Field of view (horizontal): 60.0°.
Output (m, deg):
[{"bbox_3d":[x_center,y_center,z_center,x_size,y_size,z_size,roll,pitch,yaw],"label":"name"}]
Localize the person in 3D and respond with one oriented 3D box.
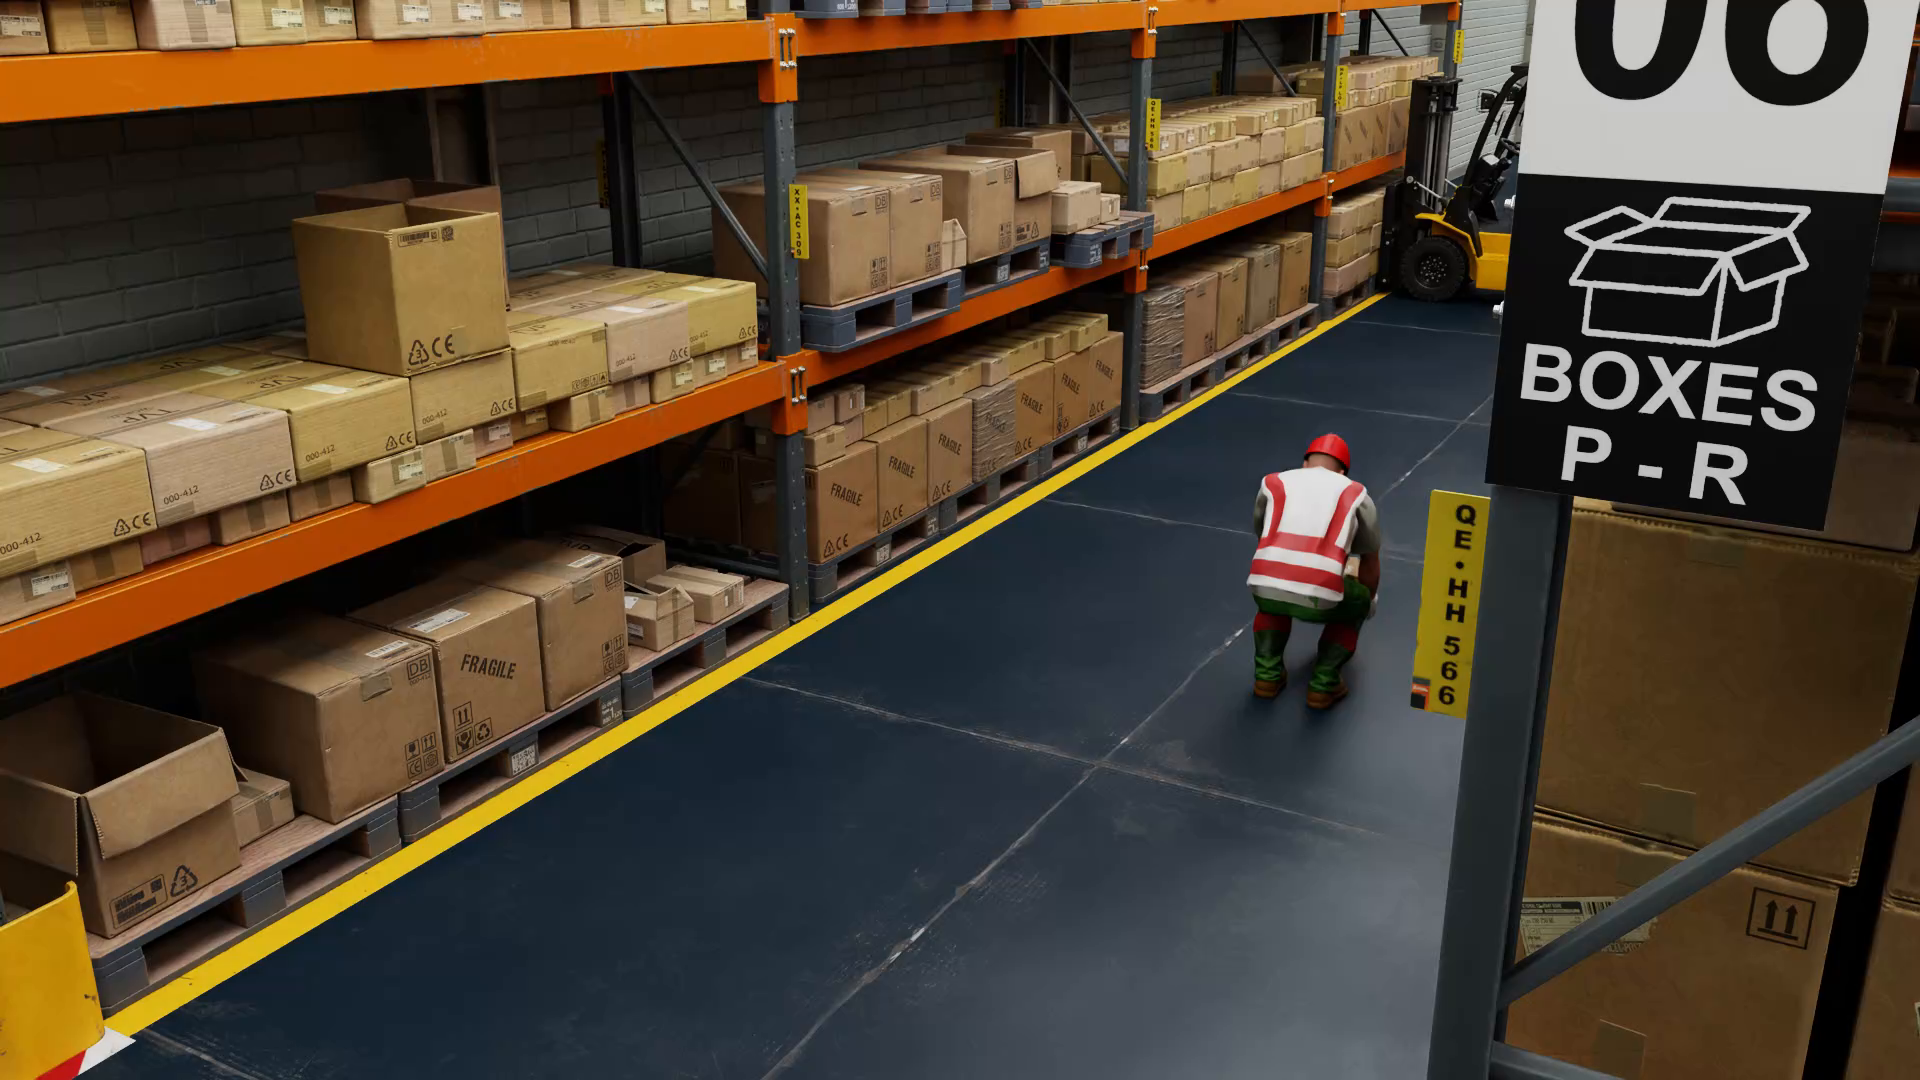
[{"bbox_3d":[1.506,0.133,7.243,0.577,1.073,0.862,10,22,27],"label":"person"}]
